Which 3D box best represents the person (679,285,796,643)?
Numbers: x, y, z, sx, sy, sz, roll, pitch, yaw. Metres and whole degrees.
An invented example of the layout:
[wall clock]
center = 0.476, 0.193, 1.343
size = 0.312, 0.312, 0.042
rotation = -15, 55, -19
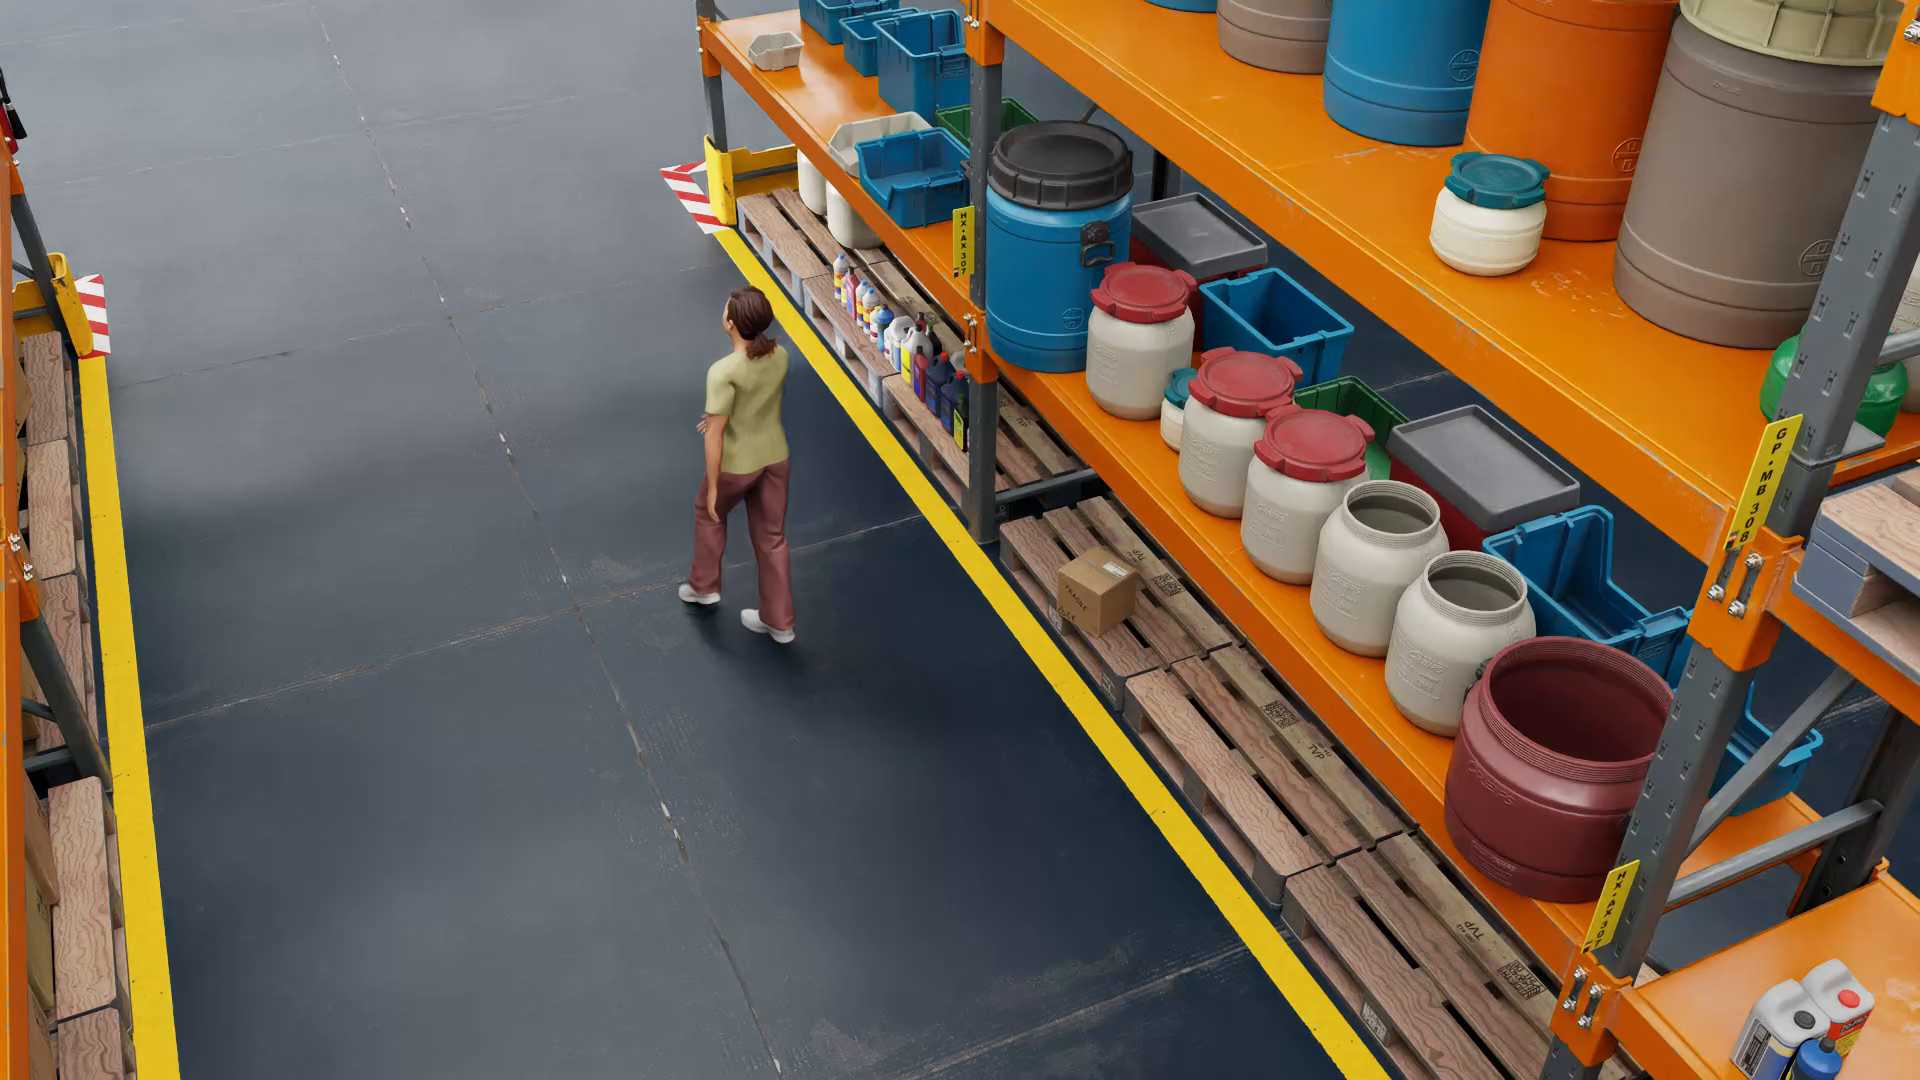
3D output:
[person]
center = -0.973, -0.228, 7.369
size = 0.552, 1.442, 0.716
rotation = -26, 45, -30
